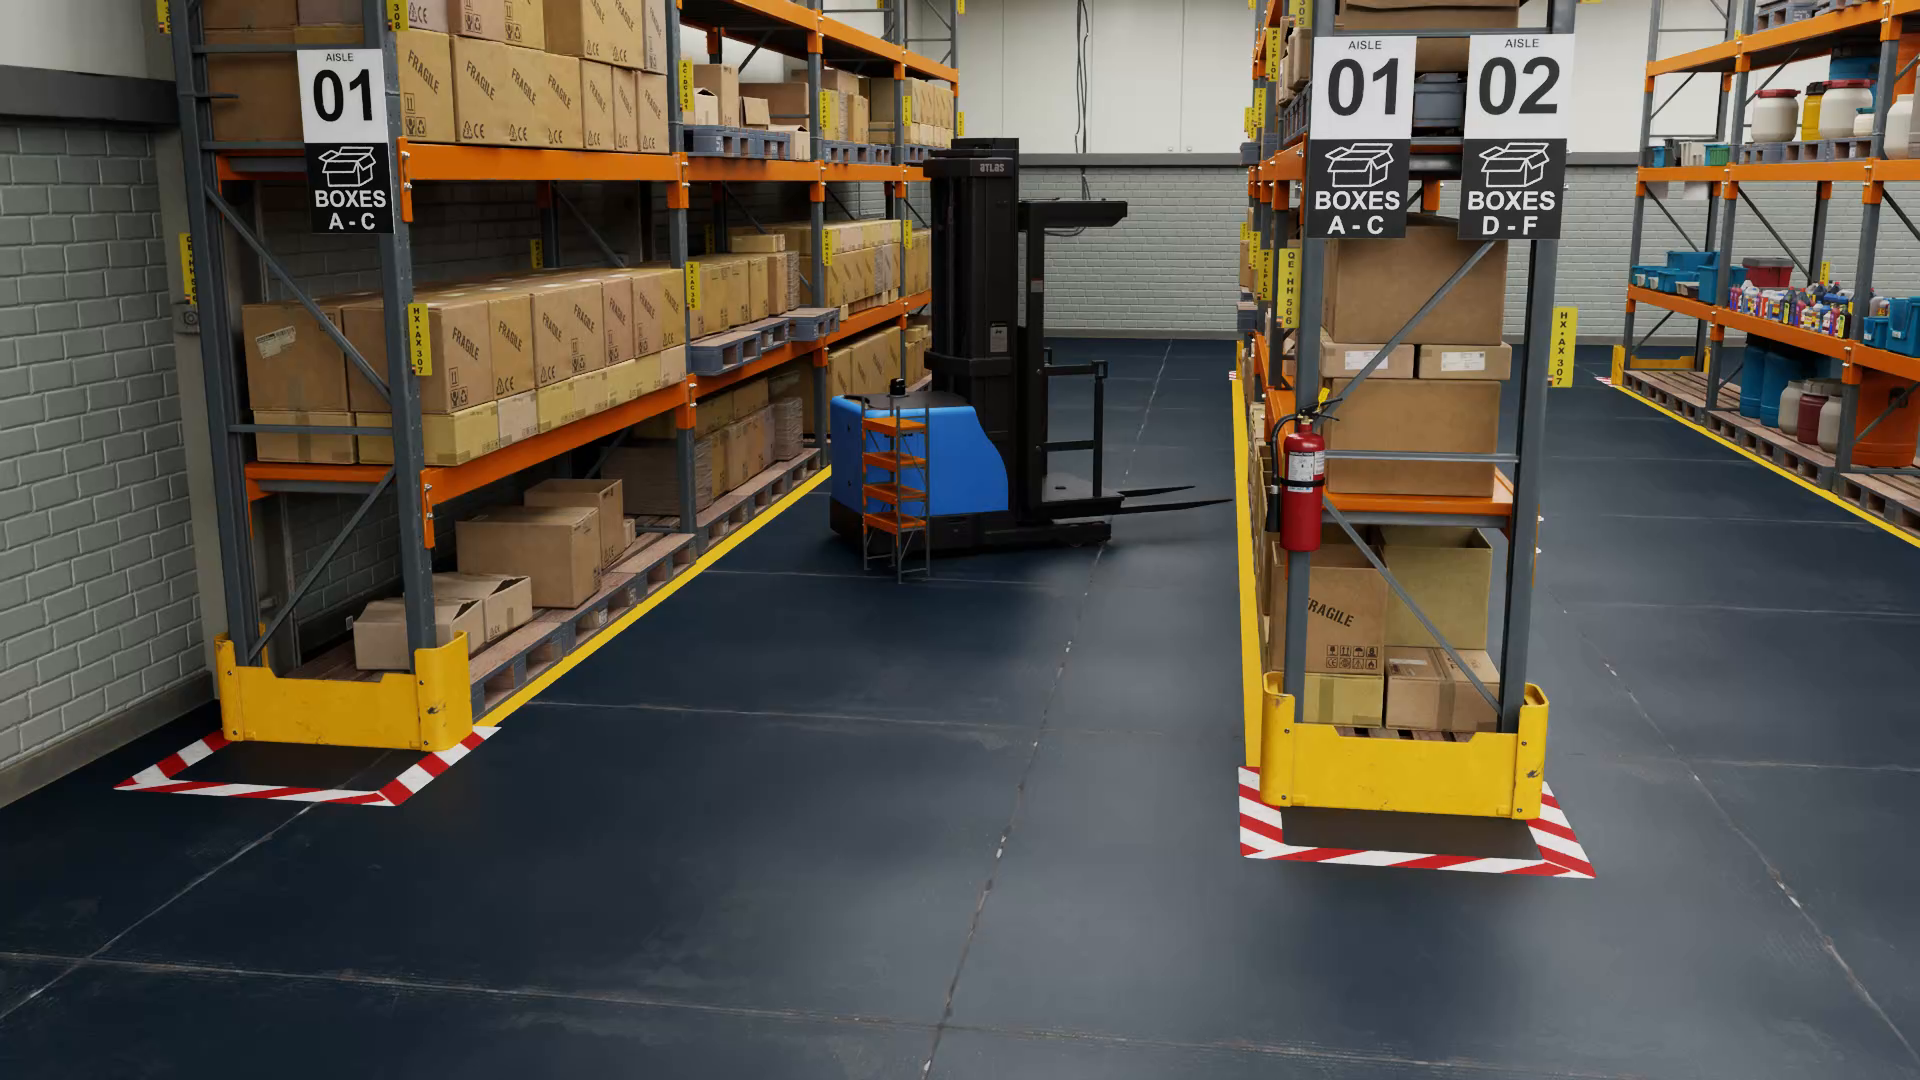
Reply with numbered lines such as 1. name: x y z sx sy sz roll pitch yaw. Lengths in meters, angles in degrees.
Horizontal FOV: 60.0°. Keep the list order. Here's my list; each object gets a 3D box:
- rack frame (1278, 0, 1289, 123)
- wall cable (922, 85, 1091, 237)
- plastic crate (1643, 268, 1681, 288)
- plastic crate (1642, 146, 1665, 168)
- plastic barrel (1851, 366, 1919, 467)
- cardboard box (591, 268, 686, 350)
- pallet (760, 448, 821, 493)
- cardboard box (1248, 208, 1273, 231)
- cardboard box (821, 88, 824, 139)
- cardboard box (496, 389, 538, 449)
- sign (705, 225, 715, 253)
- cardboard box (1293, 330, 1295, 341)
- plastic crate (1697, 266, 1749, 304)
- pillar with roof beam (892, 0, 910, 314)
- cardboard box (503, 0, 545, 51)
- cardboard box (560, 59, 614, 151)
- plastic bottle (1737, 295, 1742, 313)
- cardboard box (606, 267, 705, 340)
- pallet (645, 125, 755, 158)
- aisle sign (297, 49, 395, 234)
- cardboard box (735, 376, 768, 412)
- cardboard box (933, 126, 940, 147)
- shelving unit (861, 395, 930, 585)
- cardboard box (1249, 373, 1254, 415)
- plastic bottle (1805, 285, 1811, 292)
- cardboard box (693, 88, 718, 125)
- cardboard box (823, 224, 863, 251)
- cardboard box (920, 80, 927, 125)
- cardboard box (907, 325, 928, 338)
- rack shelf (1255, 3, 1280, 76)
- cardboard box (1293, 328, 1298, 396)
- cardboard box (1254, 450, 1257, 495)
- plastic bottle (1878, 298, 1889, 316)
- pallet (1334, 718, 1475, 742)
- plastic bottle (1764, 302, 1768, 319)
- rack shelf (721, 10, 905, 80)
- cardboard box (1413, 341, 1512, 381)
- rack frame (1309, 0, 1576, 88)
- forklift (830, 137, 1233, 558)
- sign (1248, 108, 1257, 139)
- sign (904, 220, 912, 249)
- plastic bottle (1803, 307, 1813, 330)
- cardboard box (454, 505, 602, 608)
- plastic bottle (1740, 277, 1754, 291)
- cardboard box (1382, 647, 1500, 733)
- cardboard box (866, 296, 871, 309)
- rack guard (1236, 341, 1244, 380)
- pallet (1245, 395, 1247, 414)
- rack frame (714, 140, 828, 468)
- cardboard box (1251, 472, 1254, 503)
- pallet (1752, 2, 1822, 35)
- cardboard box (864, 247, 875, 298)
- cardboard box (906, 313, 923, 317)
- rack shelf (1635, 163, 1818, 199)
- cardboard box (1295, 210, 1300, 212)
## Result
1. rack frame: 2.523 -4.109 10.201 1.000 3.000 0.127 2 12 9
2. wall cable: 0.696 -6.415 28.269 3.097 2.526 0.112 2 12 9
3. plastic crate: 8.797 -3.283 20.862 0.416 0.233 0.300 2 12 9
4. plastic crate: 8.927 -4.845 21.043 0.497 0.269 0.590 2 12 9
5. plastic barrel: 8.090 -1.095 14.607 0.600 0.830 0.708 2 12 9
6. cardboard box: -2.140 -1.531 11.005 0.500 0.500 0.500 2 12 9
7. pallet: -1.879 -0.643 14.977 1.003 0.211 1.213 2 12 9
8. cardboard box: 3.885 -3.915 20.930 0.500 0.500 0.500 2 12 9
9. cardboard box: -1.710 -4.114 16.061 0.700 0.500 0.500 1 12 6
10. cardboard box: -2.533 -0.640 8.651 0.500 0.250 0.500 1 12 7
11. sign: -2.307 -2.752 15.396 0.100 0.325 0.005 2 12 9
12. cardboard box: 2.896 -1.708 13.063 0.500 0.500 0.500 1 12 6
13. plastic crate: 8.382 -2.810 18.309 0.392 0.384 0.575 2 12 9
14. pillar with roof beam: 3.287 -7.218 24.624 9.100 9.000 0.400 2 12 9
15. cardboard box: -2.494 -2.799 8.585 0.500 0.500 0.500 2 12 10
16. cardboard box: -2.344 -2.527 9.693 0.500 0.500 0.500 1 12 6
17. plastic bottle: 8.149 -2.469 17.300 0.097 0.201 0.097 0 12 0
18. cardboard box: -2.261 -1.705 12.003 0.700 0.500 0.500 2 12 9
19. pallet: -2.173 -2.836 11.858 1.213 0.211 1.003 2 12 9
20. aisle sign: -2.703 -1.750 7.322 0.394 0.787 0.004 2 12 9
21. cardboard box: -1.966 -1.260 14.331 0.500 0.250 0.500 2 12 10
22. cardboard box: -0.532 -5.103 21.056 0.500 0.250 0.500 2 12 7
23. shelving unit: -0.436 -0.346 11.251 0.258 1.200 0.503 -7 14 -30
24. cardboard box: 3.204 -1.422 16.860 0.500 0.500 0.500 1 12 7
25. plastic bottle: 8.906 -2.527 17.395 0.152 0.276 0.135 2 12 9
26. cardboard box: -2.115 -3.204 12.334 0.500 0.311 0.500 2 12 10
27. cardboard box: -1.278 -3.042 16.717 0.500 0.250 0.500 2 12 9
28. cardboard box: -0.683 -5.262 20.011 0.500 0.500 0.500 2 12 7
29. cardboard box: -0.613 -2.628 20.966 0.380 0.149 0.250 2 12 7
30. rack shelf: 3.445 -4.811 16.114 1.077 0.370 4.000 2 12 9
31. cardboard box: 2.461 -1.133 10.392 0.700 0.500 0.500 2 12 7
32. cardboard box: 2.375 -0.514 11.957 0.500 0.311 0.500 2 12 10
33. plastic bottle: 8.640 -2.128 15.554 0.097 0.271 0.097 0 12 0
34. pallet: 1.984 0.859 8.008 1.003 0.211 1.213 2 12 9
35. plastic bottle: 8.012 -2.283 16.441 0.097 0.201 0.097 0 12 0
36. rack shelf: -1.450 -4.971 16.855 1.077 0.370 4.000 2 12 9
37. cardboard box: 2.180 -0.785 7.237 0.380 0.149 0.250 2 12 8
38. rack frame: 1.907 -3.277 6.337 1.000 3.000 0.127 2 12 9
39. forklift: 0.589 -1.480 12.405 3.031 2.935 1.130 -5 13 -20
40. sign: 3.216 -4.577 18.264 0.100 0.325 0.005 2 12 9
41. sign: -0.605 -3.513 19.115 0.100 0.325 0.005 2 12 9
42. plastic bottle: 7.833 -2.042 15.320 0.097 0.201 0.097 0 12 0
43. cardboard box: -2.543 0.092 9.834 0.700 0.500 0.500 1 12 5
44. plastic bottle: 8.266 -2.585 17.487 0.144 0.351 0.185 2 12 9
45. cardboard box: 2.210 0.691 7.699 0.500 0.250 0.500 2 12 9
46. cardboard box: -1.153 -2.546 17.736 0.380 0.149 0.250 2 12 7
47. rack guard: 4.356 -2.437 22.614 1.175 0.500 0.348 2 12 9
48. pallet: 3.859 -1.622 19.517 1.003 0.211 1.213 2 12 9
49. rack frame: -1.758 -2.169 15.437 1.000 3.000 0.127 2 12 9
50. cardboard box: 2.537 -0.451 12.996 0.500 0.250 0.500 2 12 10
51. pallet: 8.550 -5.152 16.438 1.003 0.211 1.213 2 12 9
52. cardboard box: -1.190 -2.786 17.312 0.500 0.500 0.500 2 12 10
53. cardboard box: -0.714 -3.018 22.775 0.380 0.149 0.250 2 12 9
54. rack shelf: 8.954 -4.212 19.503 1.077 0.370 4.000 2 12 9
55. cardboard box: 4.262 -3.683 19.852 0.500 0.500 0.500 2 12 7
